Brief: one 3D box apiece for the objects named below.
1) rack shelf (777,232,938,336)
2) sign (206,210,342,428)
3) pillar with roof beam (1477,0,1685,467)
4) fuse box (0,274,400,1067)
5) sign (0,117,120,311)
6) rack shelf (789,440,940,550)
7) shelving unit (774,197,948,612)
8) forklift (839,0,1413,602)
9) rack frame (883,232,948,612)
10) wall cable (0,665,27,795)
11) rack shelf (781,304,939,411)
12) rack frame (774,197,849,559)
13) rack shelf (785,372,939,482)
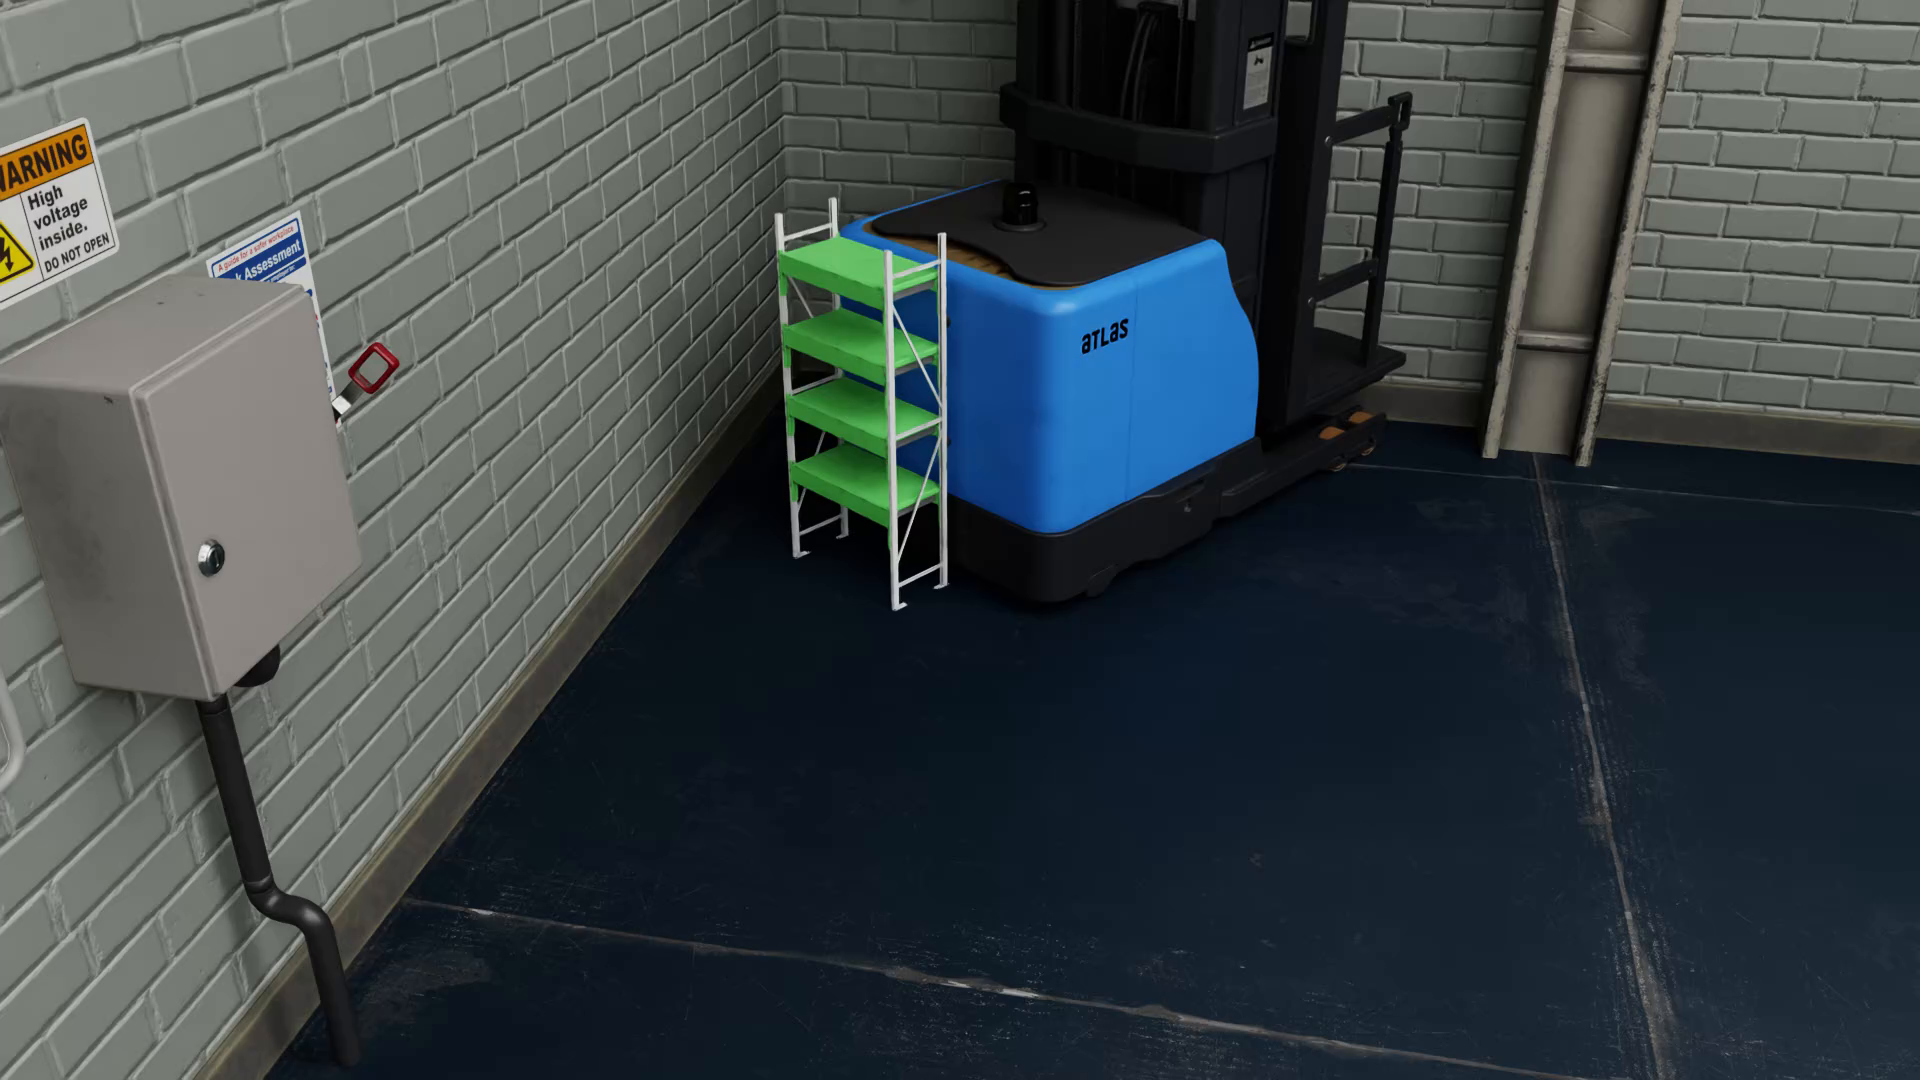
[{"bbox_3d":[-0.303,-0.787,5.072,0.480,0.148,0.258,26,38,38],"label":"rack shelf"},{"bbox_3d":[-1.413,-0.396,3.448,0.001,0.494,0.329,6,29,11],"label":"sign"},{"bbox_3d":[1.310,-2.293,0.568,0.400,9.000,9.100,6,29,11],"label":"pillar with roof beam"},{"bbox_3d":[-1.314,0.380,3.273,0.414,1.711,0.539,6,29,11],"label":"fuse box"},{"bbox_3d":[-1.528,-0.542,2.756,0.001,0.242,0.339,6,29,11],"label":"sign"},{"bbox_3d":[-0.303,-0.156,5.418,0.480,0.148,0.258,26,38,38],"label":"rack shelf"},{"bbox_3d":[-0.303,-0.422,5.272,0.503,1.200,0.258,26,38,38],"label":"shelving unit"},{"bbox_3d":[0.976,-1.697,5.797,1.130,2.935,3.031,26,38,38],"label":"forklift"},{"bbox_3d":[-0.130,-0.340,5.121,0.015,1.200,0.240,26,38,38],"label":"rack frame"},{"bbox_3d":[-1.610,-0.326,2.163,0.122,1.984,0.588,6,29,11],"label":"wall cable"},{"bbox_3d":[-0.303,-0.577,5.187,0.480,0.148,0.258,26,38,38],"label":"rack shelf"},{"bbox_3d":[-0.476,-0.505,5.423,0.015,1.200,0.240,26,38,38],"label":"rack frame"},{"bbox_3d":[-0.303,-0.366,5.303,0.480,0.148,0.258,26,38,38],"label":"rack shelf"}]
